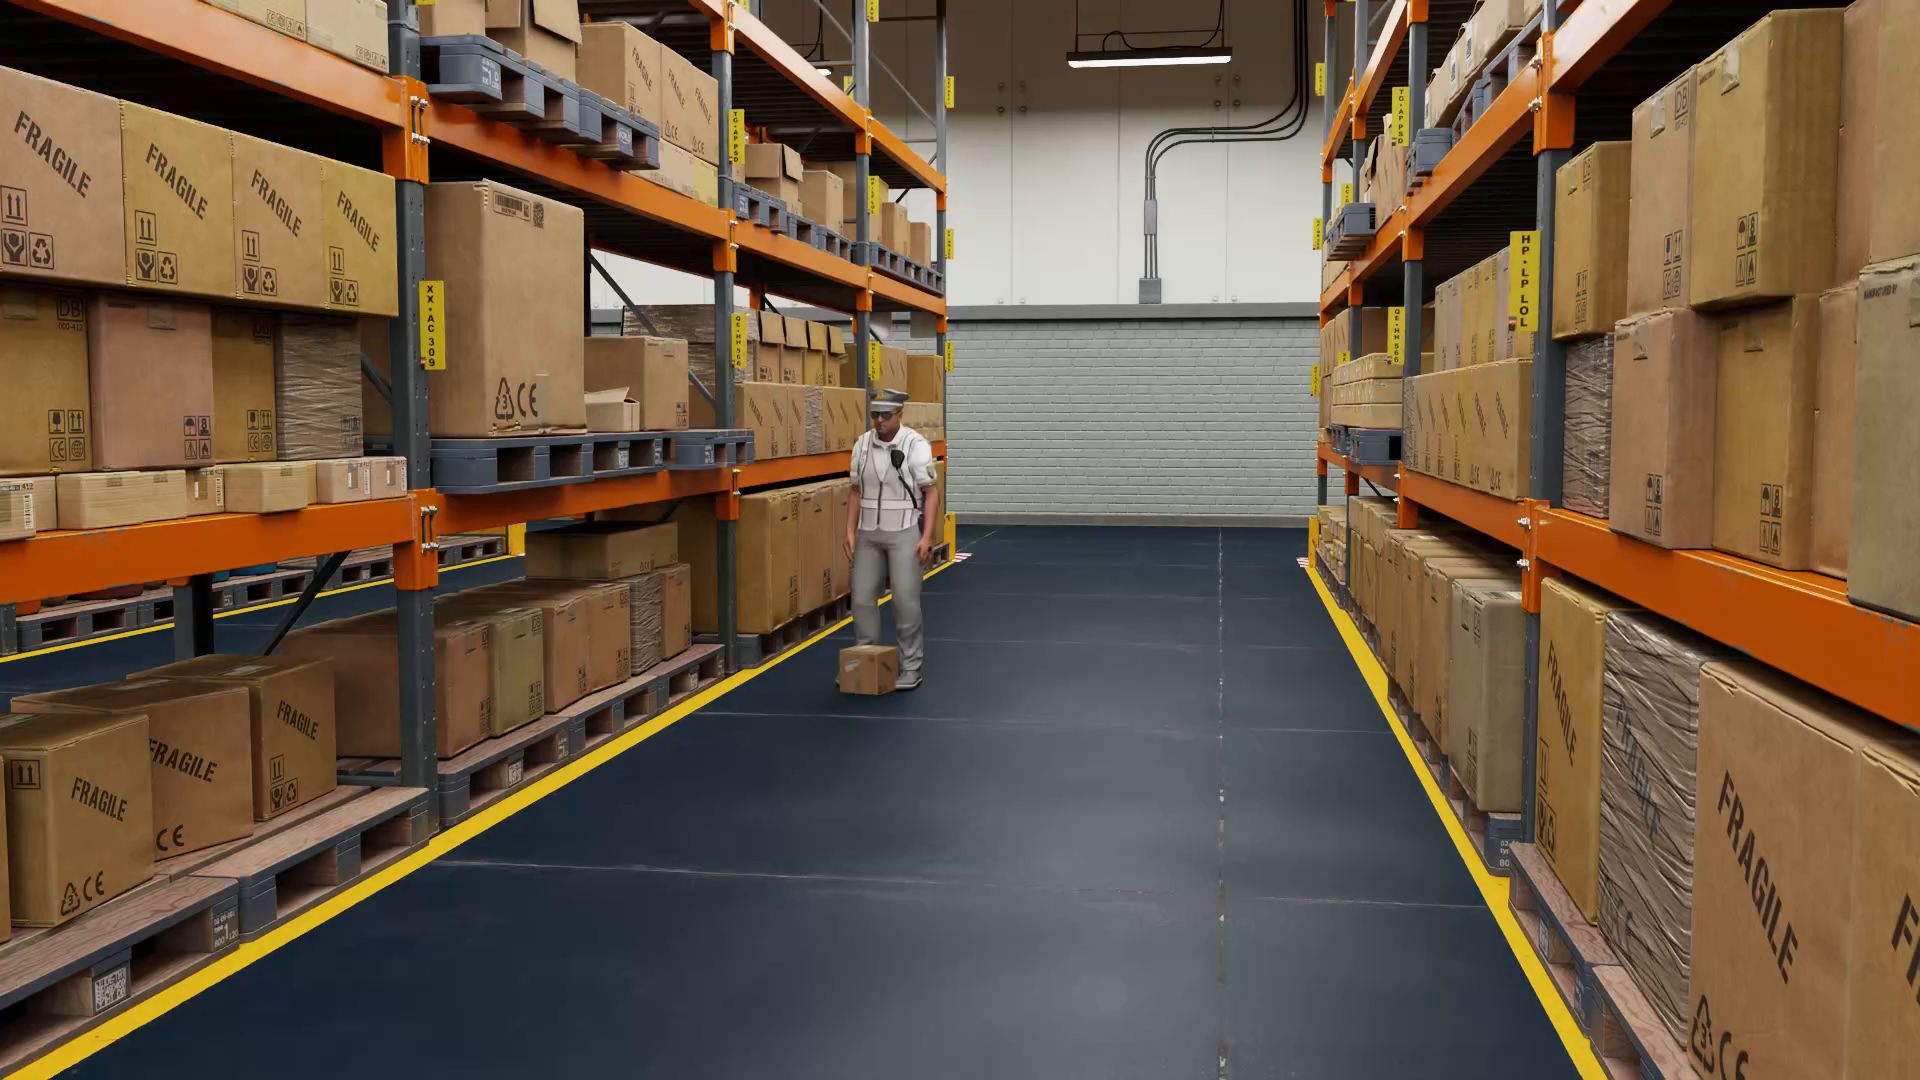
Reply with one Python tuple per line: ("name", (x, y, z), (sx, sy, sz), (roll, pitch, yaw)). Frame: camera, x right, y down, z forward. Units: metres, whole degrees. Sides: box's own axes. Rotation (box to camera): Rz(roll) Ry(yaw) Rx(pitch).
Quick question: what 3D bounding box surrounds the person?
("person", (-0.407, -0.016, 9.801), (0.584, 1.747, 0.435), (2, 5, 25))
